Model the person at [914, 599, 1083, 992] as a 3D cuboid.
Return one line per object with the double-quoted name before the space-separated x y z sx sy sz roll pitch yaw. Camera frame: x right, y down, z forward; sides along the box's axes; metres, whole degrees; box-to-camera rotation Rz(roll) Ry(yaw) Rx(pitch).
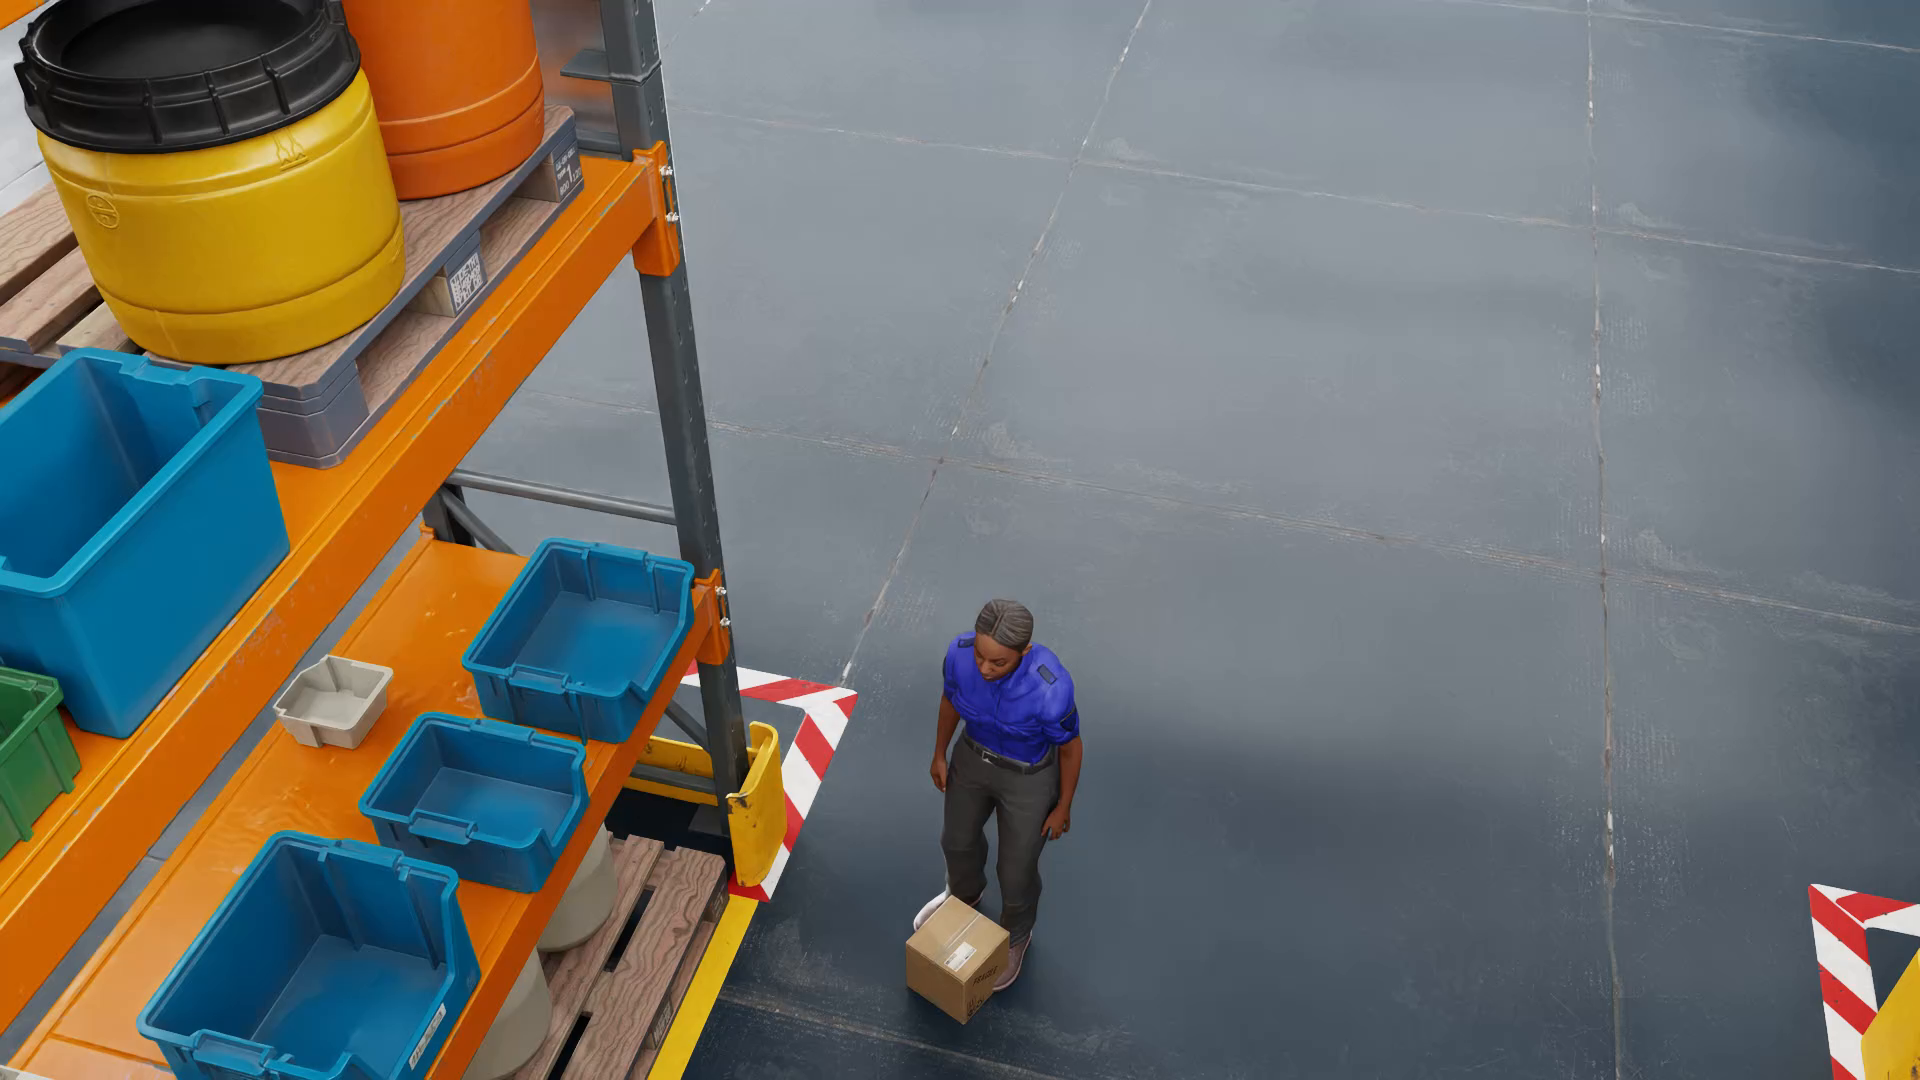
"person" 0.111 0.772 5.282 0.531 1.654 0.402 22 46 23
